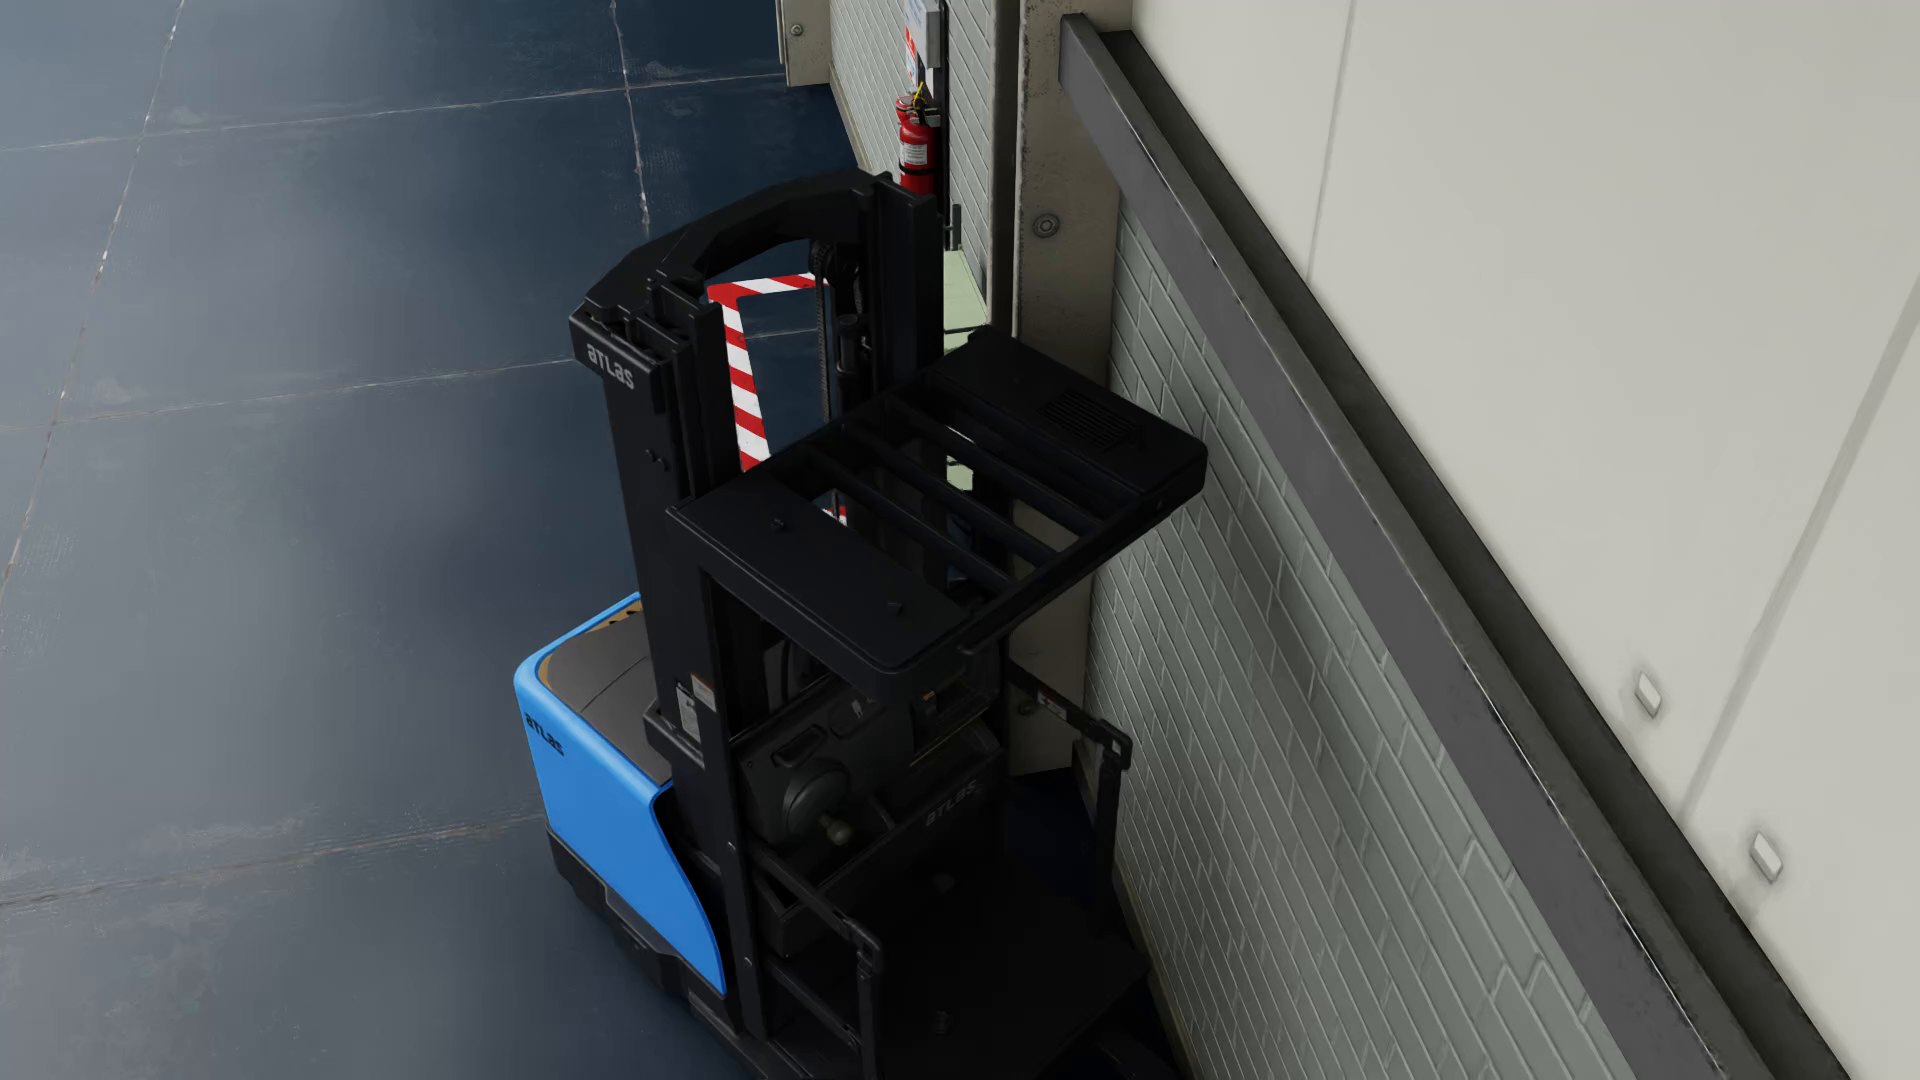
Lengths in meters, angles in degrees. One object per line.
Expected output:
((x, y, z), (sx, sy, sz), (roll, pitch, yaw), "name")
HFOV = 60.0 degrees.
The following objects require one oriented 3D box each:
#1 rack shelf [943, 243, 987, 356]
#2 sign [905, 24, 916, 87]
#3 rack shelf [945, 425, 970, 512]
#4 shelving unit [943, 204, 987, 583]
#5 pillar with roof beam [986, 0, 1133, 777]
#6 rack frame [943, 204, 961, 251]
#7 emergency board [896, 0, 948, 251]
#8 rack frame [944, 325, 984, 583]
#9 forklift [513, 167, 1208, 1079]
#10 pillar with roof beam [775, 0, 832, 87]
((-0.110, -0.839, 6.759), (0.431, 0.370, 0.720), (-9, 42, -10), "rack shelf")
((-0.235, -2.340, 7.881), (0.001, 0.329, 0.234), (-8, 42, -9), "sign")
((-0.110, -0.303, 7.235), (0.431, 0.370, 0.720), (-9, 42, -10), "rack shelf")
((-0.110, -0.547, 7.018), (0.431, 1.500, 0.755), (-9, 42, -10), "shelving unit")
((-3.924, -1.972, 2.975), (9.100, 9.000, 0.400), (-8, 42, -9), "pillar with roof beam")
((-0.192, -0.784, 7.285), (0.400, 1.500, 0.023), (-9, 42, -10), "rack frame")
((-0.216, -1.953, 7.472), (0.194, 1.169, 0.643), (-8, 42, -9), "emergency board")
((-0.028, -0.310, 6.752), (0.400, 1.500, 0.023), (-9, 42, -10), "rack frame")
((-0.086, 0.586, 4.663), (3.031, 2.935, 1.130), (33, 51, 32), "forklift")
((-5.219, -5.862, 7.357), (9.100, 9.000, 0.400), (-8, 42, -9), "pillar with roof beam")
